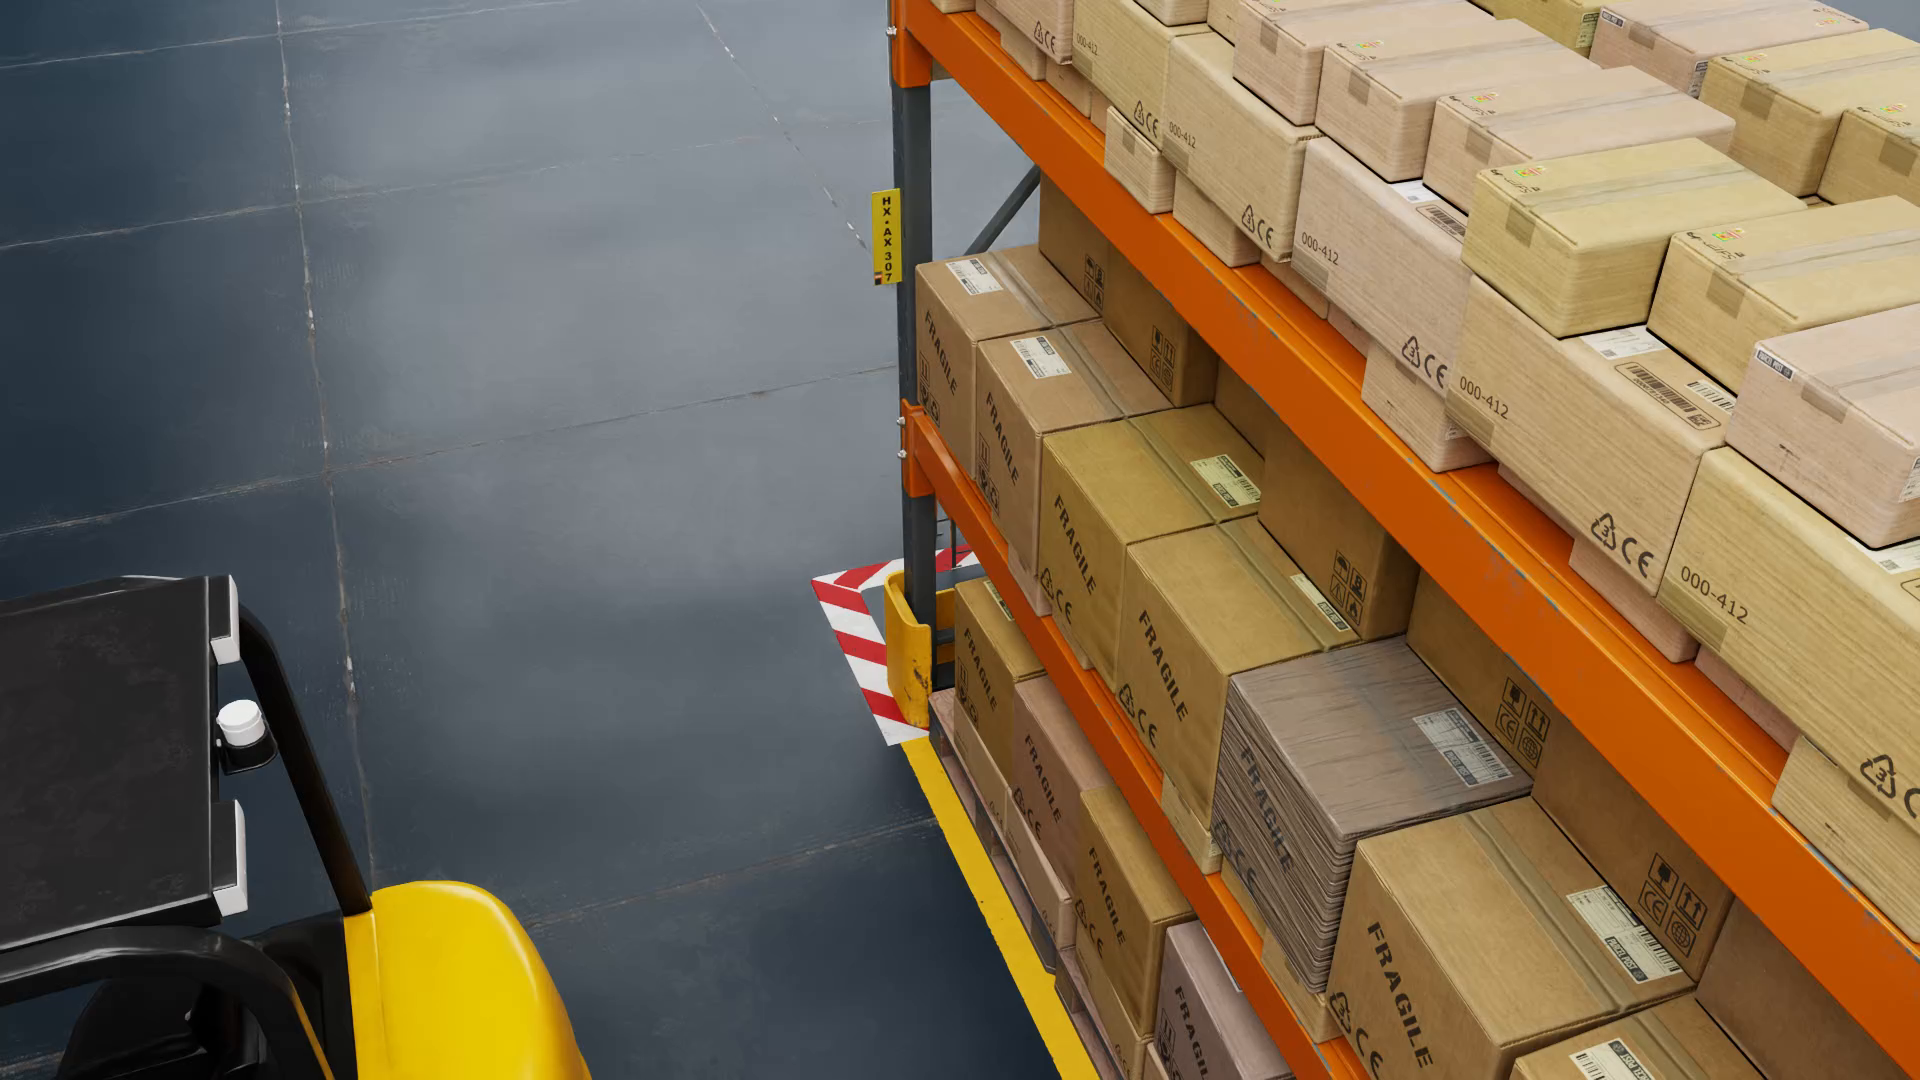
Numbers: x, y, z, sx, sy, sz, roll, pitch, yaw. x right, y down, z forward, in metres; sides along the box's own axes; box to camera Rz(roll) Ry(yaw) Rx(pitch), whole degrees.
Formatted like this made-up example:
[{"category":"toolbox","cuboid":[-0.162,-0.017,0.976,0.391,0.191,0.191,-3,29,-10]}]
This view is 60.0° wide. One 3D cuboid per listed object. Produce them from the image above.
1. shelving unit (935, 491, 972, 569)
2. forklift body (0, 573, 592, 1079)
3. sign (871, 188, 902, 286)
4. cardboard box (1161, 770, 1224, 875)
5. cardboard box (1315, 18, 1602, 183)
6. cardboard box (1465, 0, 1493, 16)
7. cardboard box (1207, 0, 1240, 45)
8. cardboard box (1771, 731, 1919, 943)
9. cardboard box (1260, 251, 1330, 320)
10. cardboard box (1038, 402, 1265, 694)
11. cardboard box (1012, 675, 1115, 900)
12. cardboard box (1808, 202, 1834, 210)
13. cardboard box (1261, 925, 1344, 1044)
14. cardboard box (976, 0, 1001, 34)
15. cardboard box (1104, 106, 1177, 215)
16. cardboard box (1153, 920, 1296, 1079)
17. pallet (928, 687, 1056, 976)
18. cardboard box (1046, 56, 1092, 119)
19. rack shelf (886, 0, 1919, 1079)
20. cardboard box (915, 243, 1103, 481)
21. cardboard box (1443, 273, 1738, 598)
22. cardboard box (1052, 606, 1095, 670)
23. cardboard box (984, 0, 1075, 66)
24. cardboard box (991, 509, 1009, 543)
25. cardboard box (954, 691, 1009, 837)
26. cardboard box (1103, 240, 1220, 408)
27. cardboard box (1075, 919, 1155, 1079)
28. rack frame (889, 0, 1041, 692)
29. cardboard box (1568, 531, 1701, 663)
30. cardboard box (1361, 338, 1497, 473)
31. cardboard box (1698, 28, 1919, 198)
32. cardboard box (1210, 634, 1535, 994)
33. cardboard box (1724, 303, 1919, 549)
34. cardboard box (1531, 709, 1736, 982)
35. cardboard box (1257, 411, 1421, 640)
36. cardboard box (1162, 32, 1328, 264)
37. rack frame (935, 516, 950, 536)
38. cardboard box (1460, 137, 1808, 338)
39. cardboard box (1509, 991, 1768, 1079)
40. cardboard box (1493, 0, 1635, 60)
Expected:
[{"category":"shelving unit","cuboid":[0.018,-0.389,6.894,0.215,1.050,0.252,-12,39,-16]},{"category":"forklift body","cuboid":[-2.015,1.328,3.699,2.313,2.155,1.214,-12,39,-16]},{"category":"sign","cuboid":[-0.230,-0.968,5.322,0.100,0.325,0.005,-12,39,-16]},{"category":"cardboard box","cuboid":[0.724,0.645,4.109,0.380,0.149,0.250,-12,39,-16]},{"category":"cardboard box","cuboid":[0.832,-0.744,2.797,0.380,0.149,0.250,-12,39,-15]},{"category":"cardboard box","cuboid":[1.239,-0.897,3.332,0.500,0.250,0.500,-12,39,-16]},{"category":"cardboard box","cuboid":[0.704,-1.041,3.192,0.380,0.149,0.250,-12,39,-15]},{"category":"cardboard box","cuboid":[1.260,0.312,2.058,0.380,0.149,0.250,-12,39,-16]},{"category":"cardboard box","cuboid":[0.818,-0.581,3.243,0.380,0.149,0.250,-13,39,-16]},{"category":"cardboard box","cuboid":[0.540,0.012,4.411,0.500,0.500,0.500,-13,39,-17]},{"category":"cardboard box","cuboid":[0.490,0.717,5.117,0.500,0.500,0.500,-14,39,-18]},{"category":"cardboard box","cuboid":[1.575,-0.326,2.574,0.500,0.250,0.500,-13,39,-16]},{"category":"cardboard box","cuboid":[0.906,0.934,3.726,0.380,0.149,0.250,-13,39,-17]},{"category":"cardboard box","cuboid":[0.263,-1.448,4.394,0.380,0.149,0.250,-14,39,-17]},{"category":"cardboard box","cuboid":[0.537,-0.848,3.599,0.380,0.149,0.250,-12,39,-15]},{"category":"cardboard box","cuboid":[0.847,1.303,4.340,0.500,0.500,0.500,-10,38,-14]},{"category":"pallet","cuboid":[0.552,0.889,5.895,1.003,0.211,1.213,-12,39,-16]},{"category":"cardboard box","cuboid":[0.430,-1.156,4.007,0.380,0.149,0.250,-13,39,-16]},{"category":"rack shelf","cuboid":[0.967,-0.515,3.546,1.077,0.370,4.000,-12,39,-16]},{"category":"cardboard box","cuboid":[0.182,-0.568,5.181,0.500,0.500,0.500,-13,39,-17]},{"category":"cardboard box","cuboid":[1.076,-0.211,2.421,0.500,0.250,0.500,-13,39,-17]},{"category":"cardboard box","cuboid":[0.482,0.199,4.701,0.380,0.149,0.250,-11,38,-15]},{"category":"cardboard box","cuboid":[0.366,-1.366,3.954,0.500,0.250,0.500,-13,39,-17]},{"category":"cardboard box","cuboid":[0.317,-0.093,5.089,0.380,0.149,0.250,-14,39,-17]},{"category":"cardboard box","cuboid":[0.297,0.709,5.752,0.500,0.250,0.500,-13,39,-16]},{"category":"cardboard box","cuboid":[0.827,-0.762,4.607,0.700,0.500,0.500,-12,39,-16]},{"category":"cardboard box","cuboid":[0.665,1.305,4.961,0.500,0.250,0.500,-10,38,-13]},{"category":"rack frame","cuboid":[0.279,-0.734,5.732,1.000,3.000,0.127,-12,39,-16]},{"category":"cardboard box","cuboid":[1.146,0.012,2.456,0.380,0.149,0.250,-12,39,-15]},{"category":"cardboard box","cuboid":[0.920,-0.272,2.833,0.380,0.149,0.250,-11,38,-15]},{"category":"cardboard box","cuboid":[1.456,-0.712,2.755,0.380,0.149,0.250,-14,39,-17]},{"category":"cardboard box","cuboid":[0.903,0.586,3.649,0.500,0.500,0.500,-11,38,-15]},{"category":"cardboard box","cuboid":[1.180,-0.156,2.017,0.380,0.149,0.250,-13,39,-17]},{"category":"cardboard box","cuboid":[1.553,0.381,3.090,0.700,0.500,0.500,-12,39,-16]},{"category":"cardboard box","cuboid":[1.140,-0.184,3.840,0.700,0.500,0.500,-13,39,-16]},{"category":"cardboard box","cuboid":[0.725,-0.785,3.184,0.500,0.250,0.500,-12,39,-15]},{"category":"rack frame","cuboid":[-0.024,-0.458,6.986,0.200,1.050,0.008,-12,39,-16]},{"category":"cardboard box","cuboid":[0.962,-0.441,2.395,0.380,0.149,0.250,-11,38,-15]},{"category":"cardboard box","cuboid":[1.269,1.167,2.877,0.500,0.500,0.500,-13,39,-17]},{"category":"cardboard box","cuboid":[1.241,-0.998,3.134,0.380,0.149,0.250,-12,39,-15]}]
